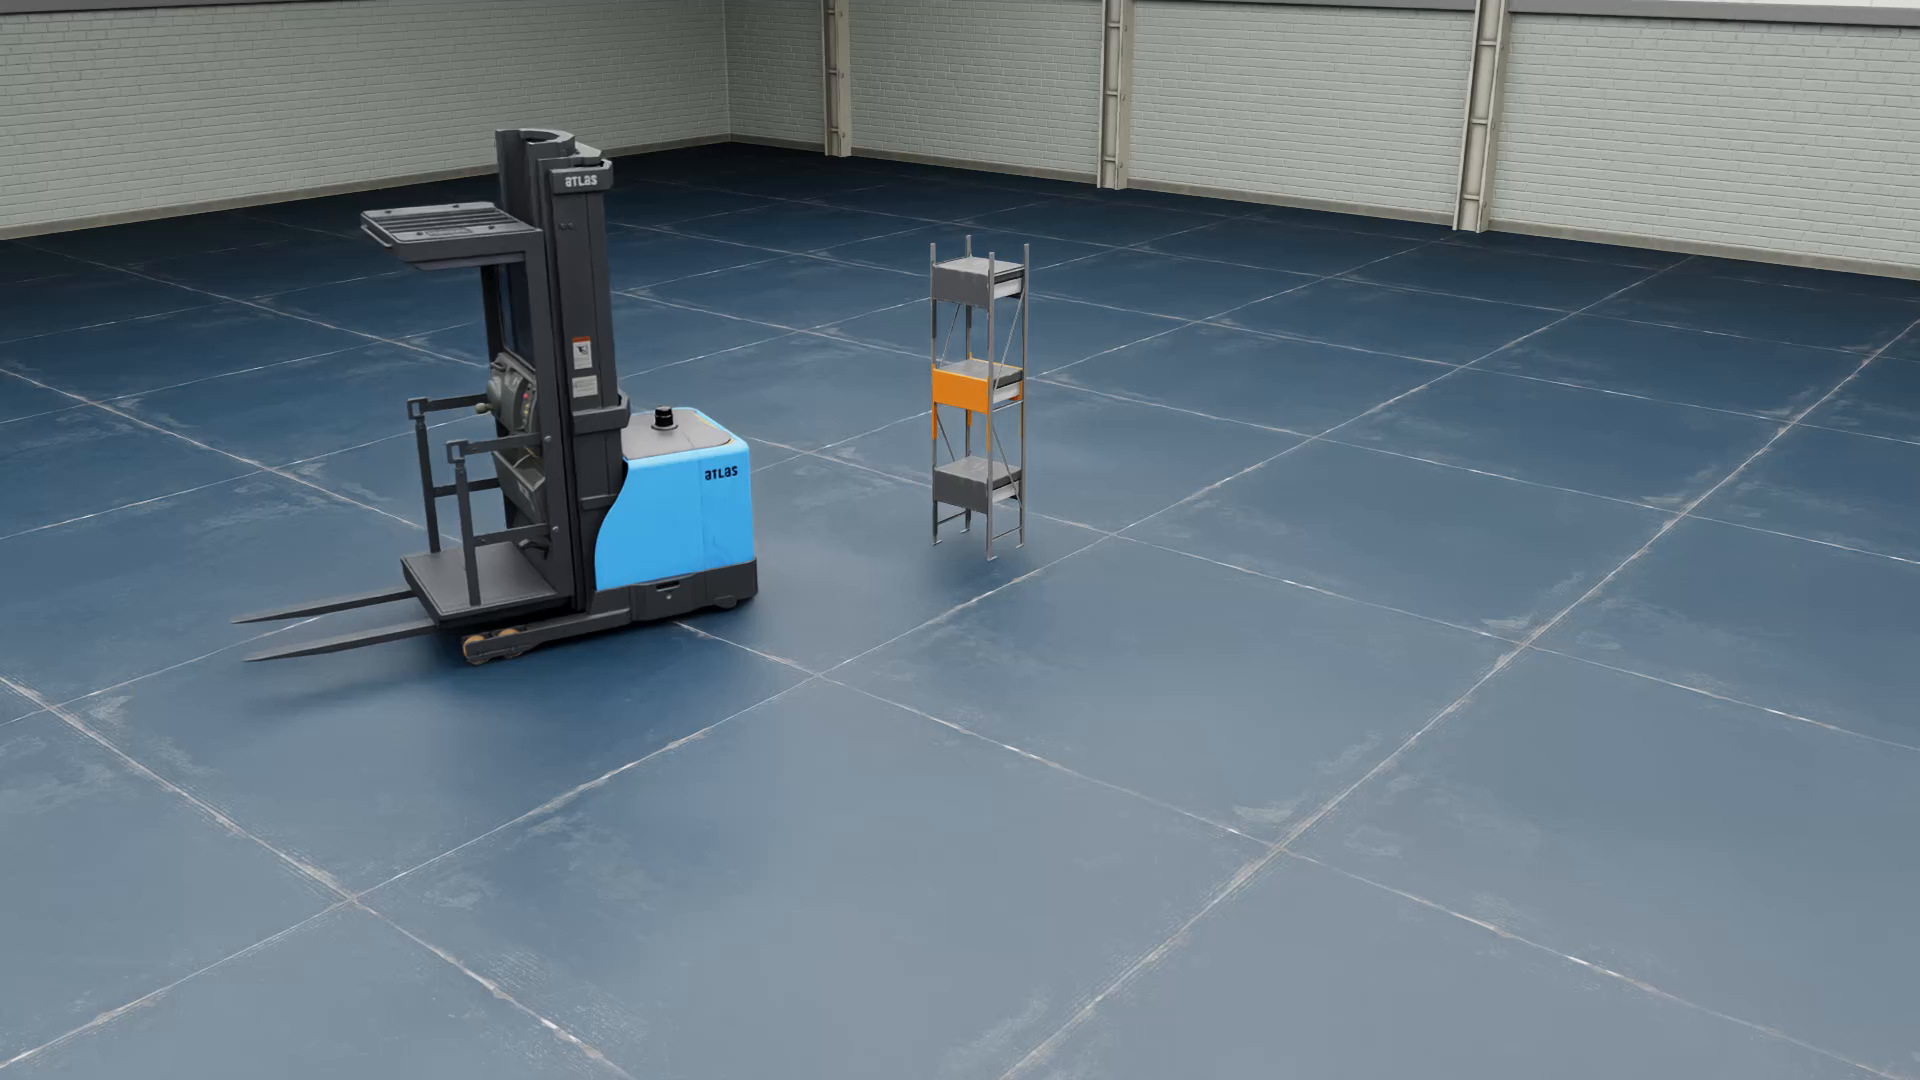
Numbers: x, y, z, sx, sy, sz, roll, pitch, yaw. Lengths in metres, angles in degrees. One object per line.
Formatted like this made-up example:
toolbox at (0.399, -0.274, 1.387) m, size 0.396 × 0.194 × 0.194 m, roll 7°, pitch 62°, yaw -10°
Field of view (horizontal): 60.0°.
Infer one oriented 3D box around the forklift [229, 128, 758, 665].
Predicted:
forklift at (-2.824, -0.855, 9.782) m, size 3.031 × 2.935 × 1.130 m, roll -11°, pitch 23°, yaw -27°

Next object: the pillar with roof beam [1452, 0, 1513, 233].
pillar with roof beam at (4.369, -7.346, 18.394) m, size 0.400 × 9.000 × 9.100 m, roll 16°, pitch 26°, yaw 36°

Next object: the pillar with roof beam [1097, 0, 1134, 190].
pillar with roof beam at (-0.280, -8.684, 21.944) m, size 0.400 × 9.000 × 9.100 m, roll 16°, pitch 26°, yaw 36°

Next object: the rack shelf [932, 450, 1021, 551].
rack shelf at (0.128, -0.278, 11.452) m, size 0.480 × 0.518 × 0.431 m, roll 16°, pitch 26°, yaw 36°

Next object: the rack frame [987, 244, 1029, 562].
rack frame at (0.317, -0.891, 11.055) m, size 0.015 × 2.100 × 0.400 m, roll 16°, pitch 26°, yaw 36°

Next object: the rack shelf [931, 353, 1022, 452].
rack shelf at (0.128, -0.933, 11.205) m, size 0.480 × 0.518 × 0.431 m, roll 16°, pitch 26°, yaw 36°

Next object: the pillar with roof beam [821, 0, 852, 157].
pillar with roof beam at (-4.928, -10.023, 25.494) m, size 0.400 × 9.000 × 9.100 m, roll 16°, pitch 26°, yaw 36°

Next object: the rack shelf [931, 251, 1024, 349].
rack shelf at (0.128, -1.588, 10.958) m, size 0.480 × 0.518 × 0.431 m, roll 16°, pitch 26°, yaw 36°

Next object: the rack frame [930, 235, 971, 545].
rack frame at (-0.061, -1.000, 11.344) m, size 0.015 × 2.100 × 0.400 m, roll 16°, pitch 26°, yaw 36°

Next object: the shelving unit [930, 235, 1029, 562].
shelving unit at (0.128, -0.946, 11.200) m, size 0.503 × 2.100 × 0.431 m, roll 16°, pitch 26°, yaw 36°
